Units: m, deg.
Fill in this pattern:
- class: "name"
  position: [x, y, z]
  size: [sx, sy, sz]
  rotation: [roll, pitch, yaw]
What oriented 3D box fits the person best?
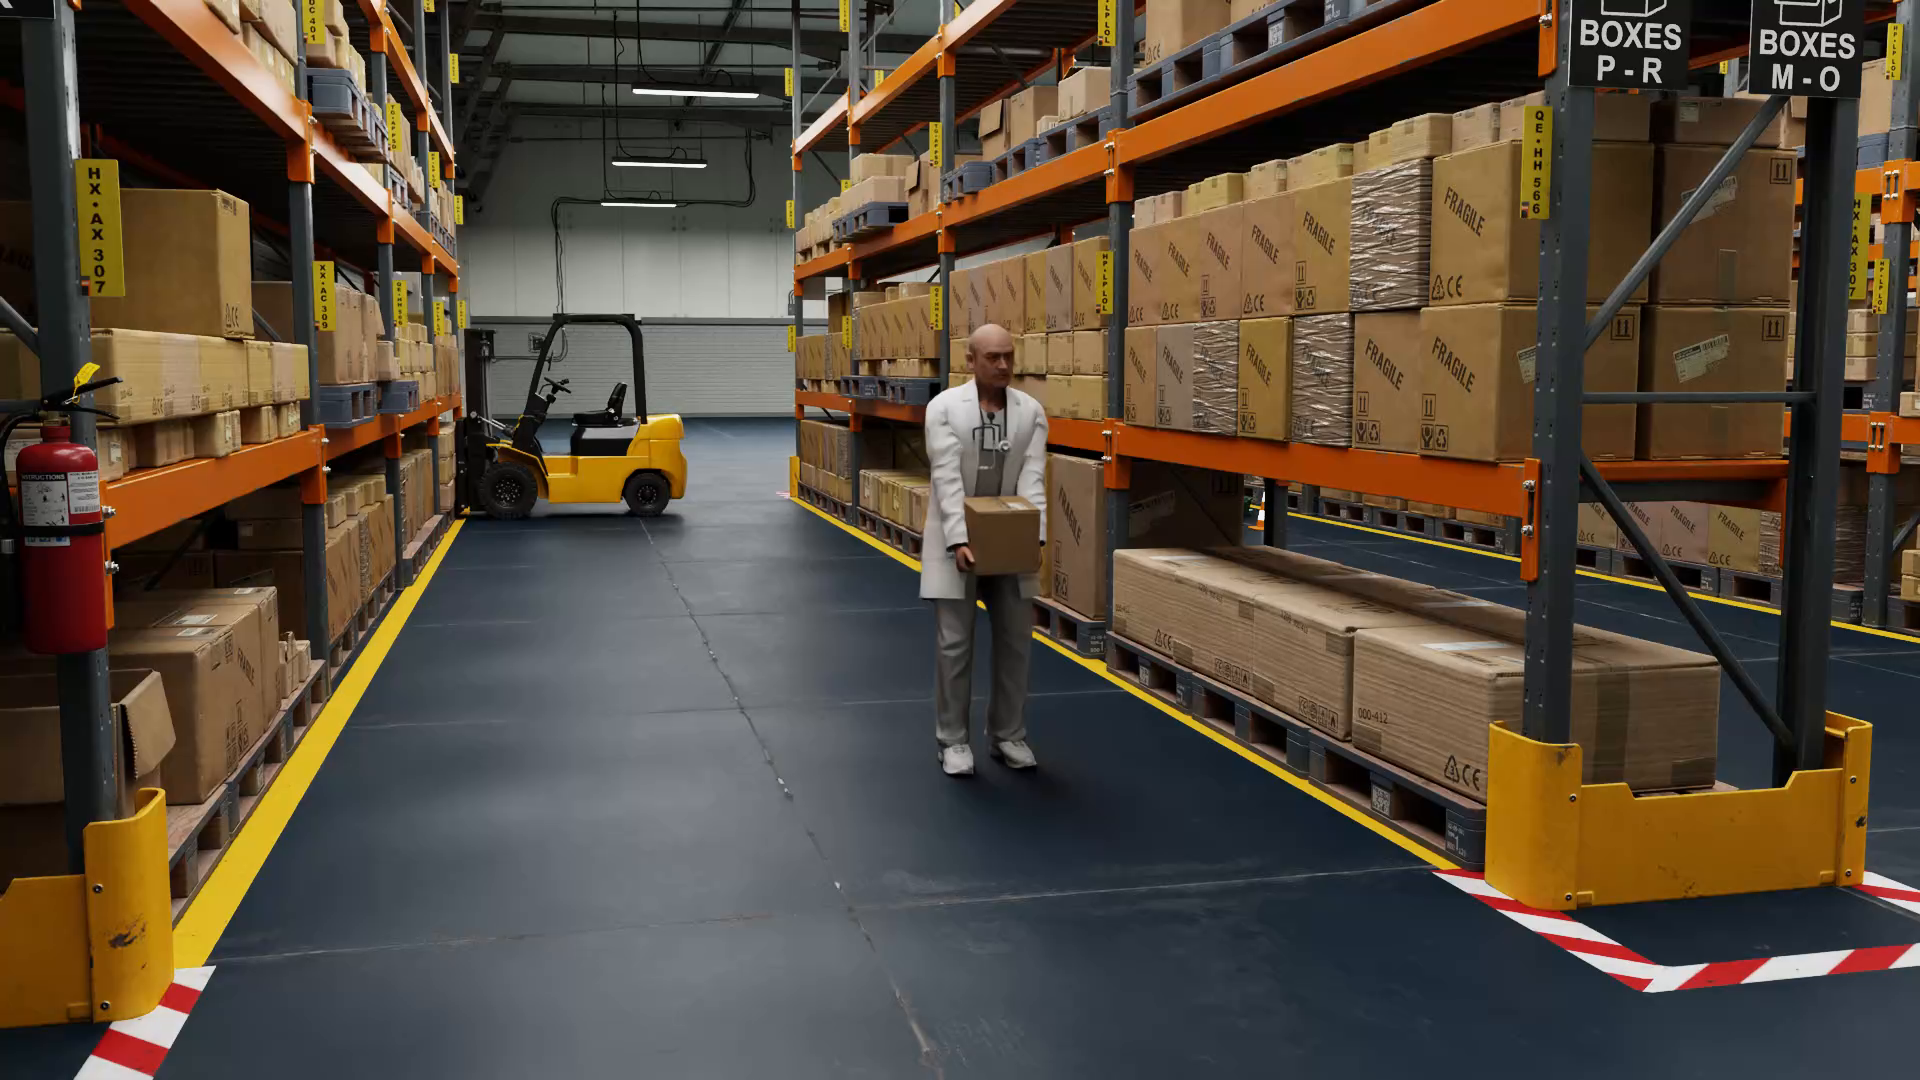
- class: "person"
  position: [0.107, 0.104, 6.700]
  size: [0.648, 1.575, 0.424]
  rotation: [-2, 6, -17]
